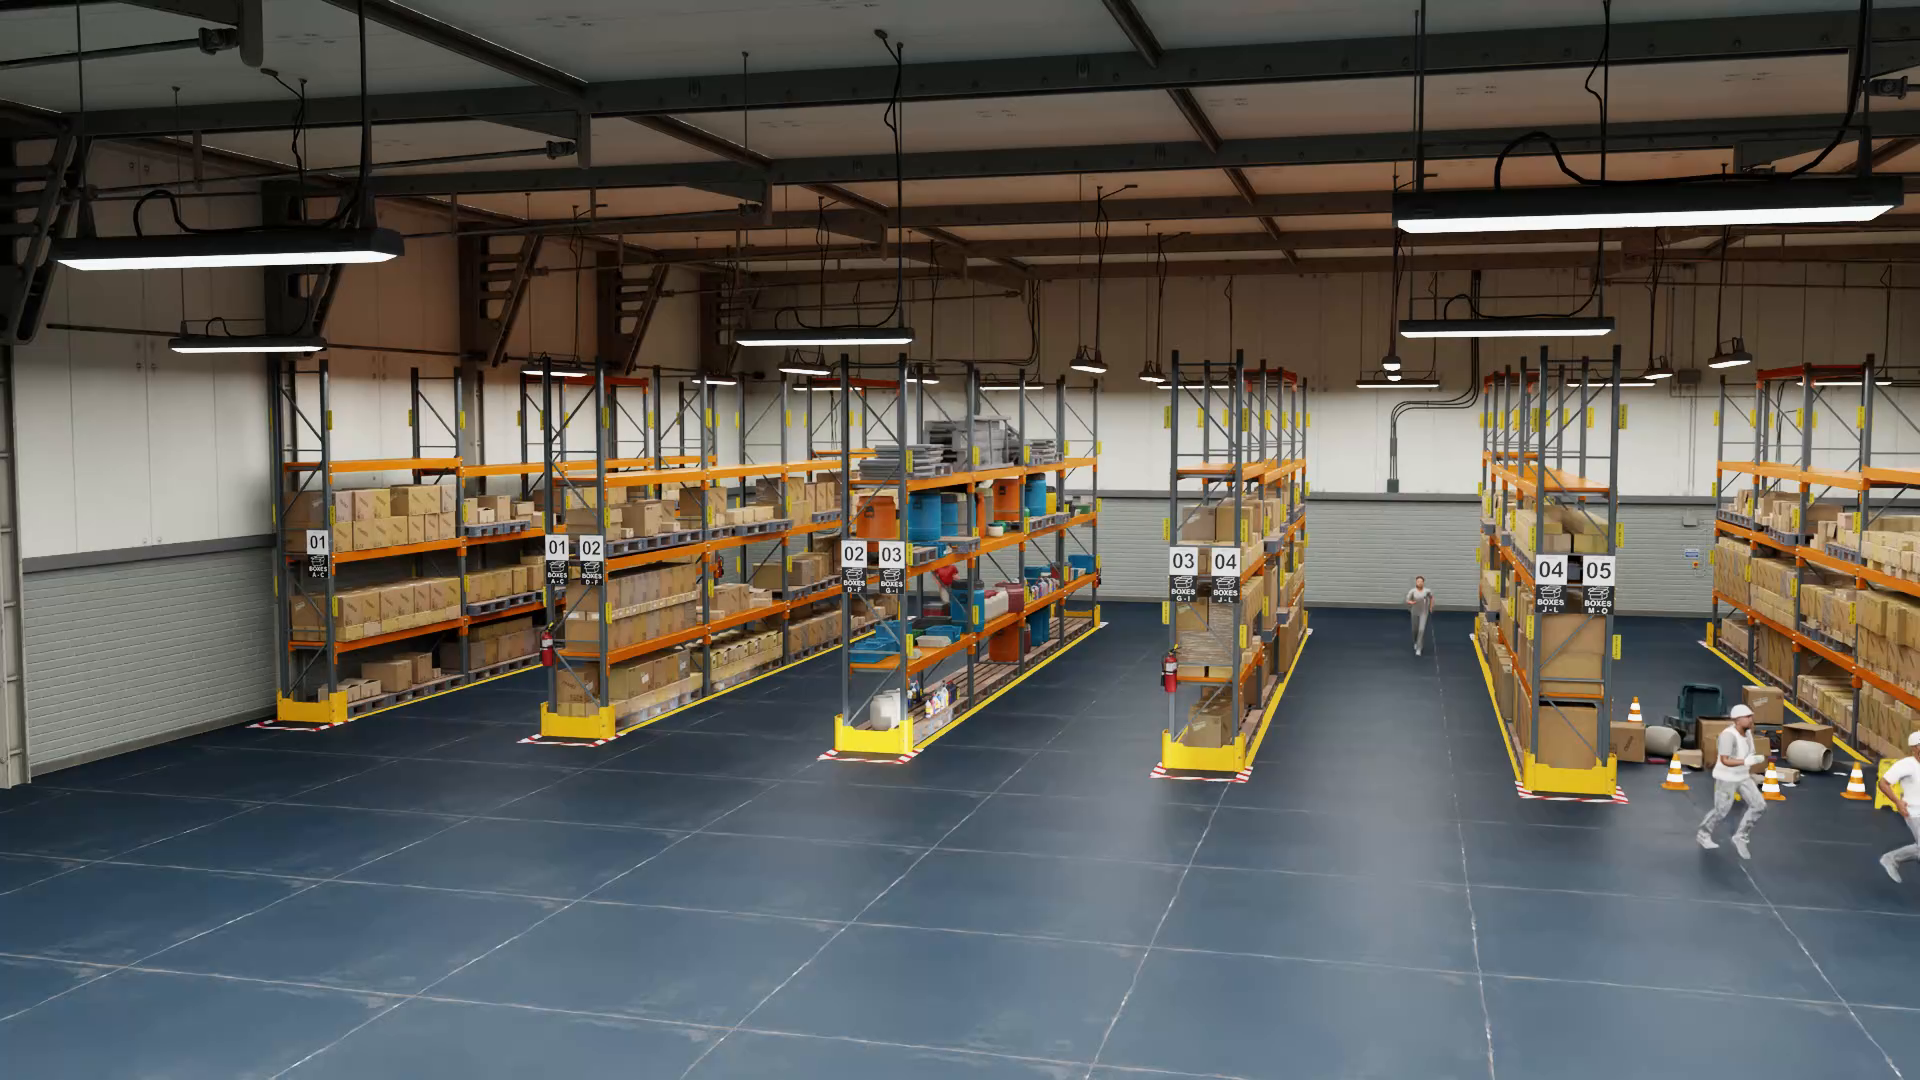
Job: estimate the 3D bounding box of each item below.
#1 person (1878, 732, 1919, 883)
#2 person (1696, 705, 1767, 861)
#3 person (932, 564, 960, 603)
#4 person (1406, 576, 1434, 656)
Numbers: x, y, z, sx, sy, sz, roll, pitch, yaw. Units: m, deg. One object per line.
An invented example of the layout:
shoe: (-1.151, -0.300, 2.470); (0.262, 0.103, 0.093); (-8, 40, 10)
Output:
person: (10.019, 2.866, 17.354); (0.711, 1.748, 0.958); (-2, 5, -25)
person: (8.837, 2.750, 19.010); (0.714, 1.786, 0.837); (-3, 5, -35)
person: (-0.336, 1.248, 40.639); (0.657, 1.783, 0.740); (-1, 4, -9)
person: (9.809, 1.590, 35.498); (0.564, 1.653, 0.955); (1, 4, 17)
